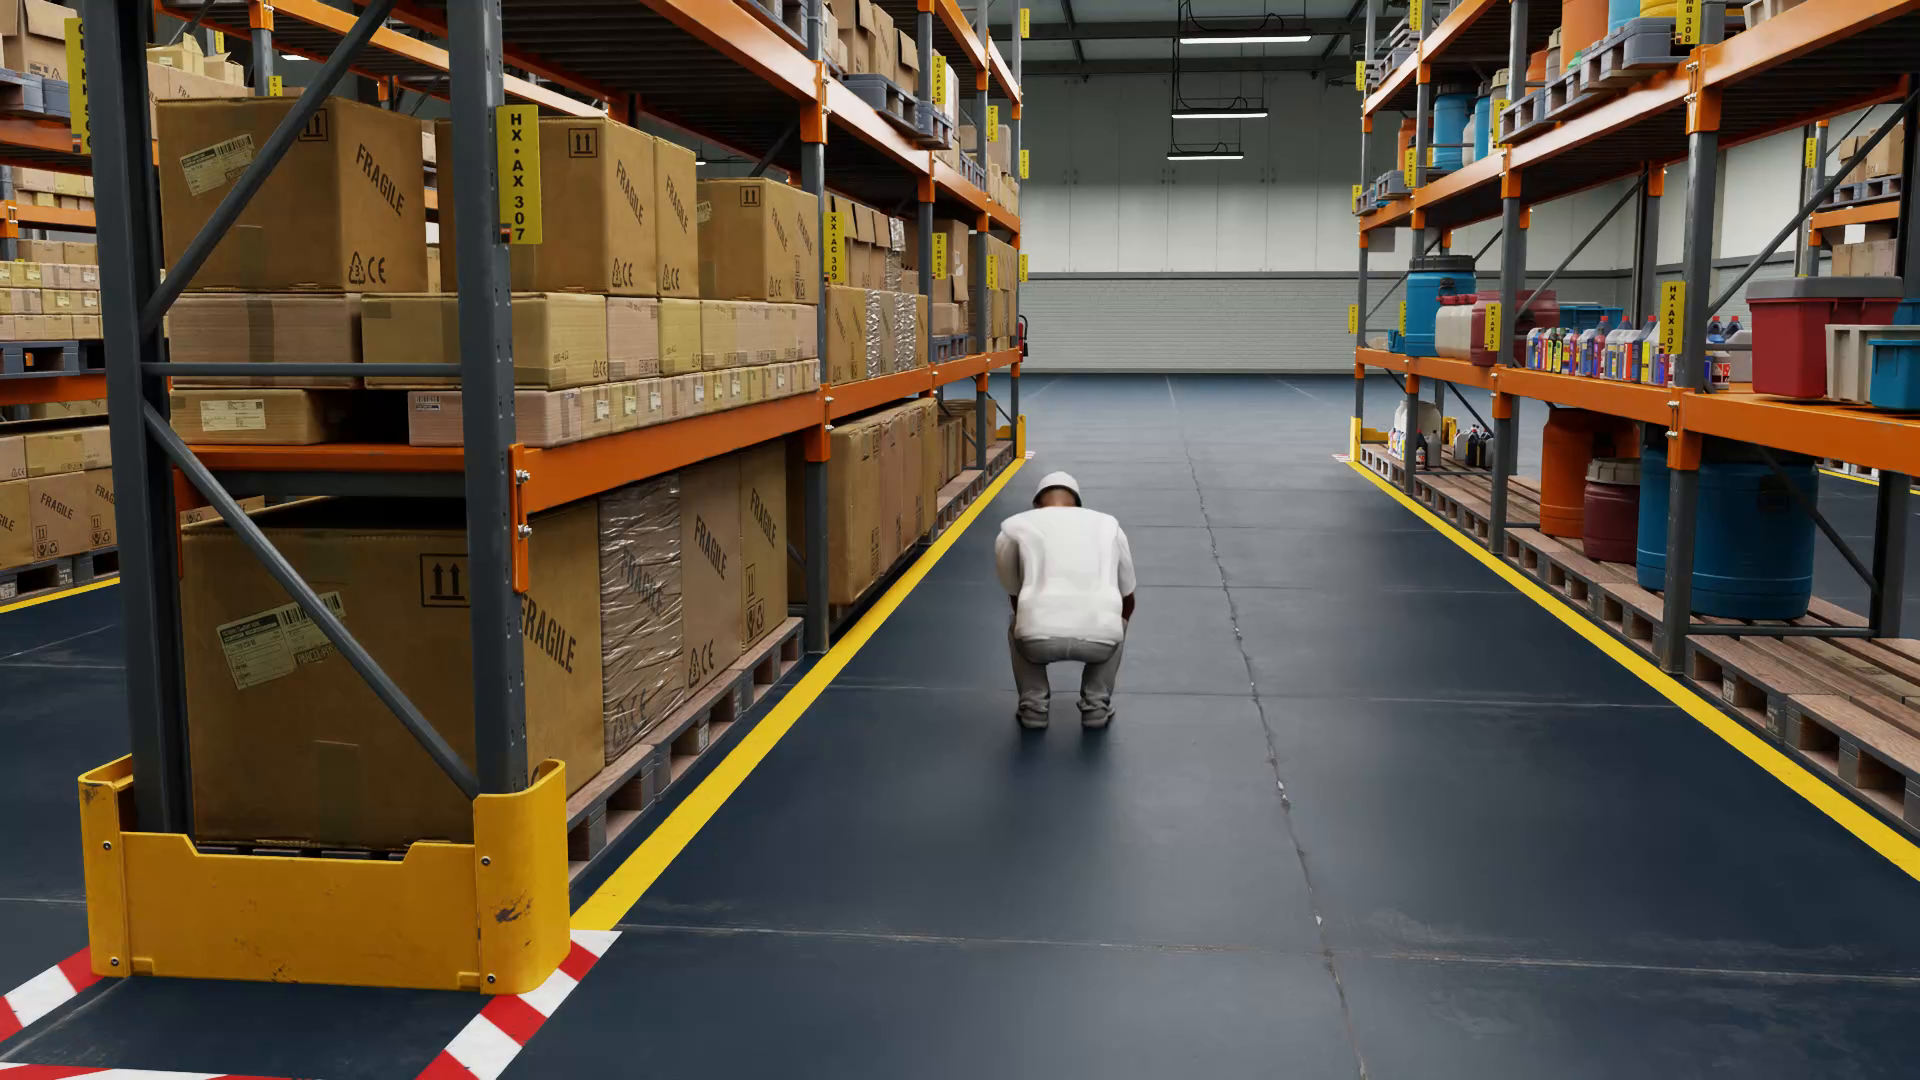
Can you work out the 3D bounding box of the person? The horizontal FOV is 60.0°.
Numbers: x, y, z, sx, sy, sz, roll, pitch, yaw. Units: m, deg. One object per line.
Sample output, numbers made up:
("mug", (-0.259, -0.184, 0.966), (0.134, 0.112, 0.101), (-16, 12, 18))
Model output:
("person", (0.432, 0.236, 6.874), (0.589, 0.999, 0.878), (1, 8, 6))
